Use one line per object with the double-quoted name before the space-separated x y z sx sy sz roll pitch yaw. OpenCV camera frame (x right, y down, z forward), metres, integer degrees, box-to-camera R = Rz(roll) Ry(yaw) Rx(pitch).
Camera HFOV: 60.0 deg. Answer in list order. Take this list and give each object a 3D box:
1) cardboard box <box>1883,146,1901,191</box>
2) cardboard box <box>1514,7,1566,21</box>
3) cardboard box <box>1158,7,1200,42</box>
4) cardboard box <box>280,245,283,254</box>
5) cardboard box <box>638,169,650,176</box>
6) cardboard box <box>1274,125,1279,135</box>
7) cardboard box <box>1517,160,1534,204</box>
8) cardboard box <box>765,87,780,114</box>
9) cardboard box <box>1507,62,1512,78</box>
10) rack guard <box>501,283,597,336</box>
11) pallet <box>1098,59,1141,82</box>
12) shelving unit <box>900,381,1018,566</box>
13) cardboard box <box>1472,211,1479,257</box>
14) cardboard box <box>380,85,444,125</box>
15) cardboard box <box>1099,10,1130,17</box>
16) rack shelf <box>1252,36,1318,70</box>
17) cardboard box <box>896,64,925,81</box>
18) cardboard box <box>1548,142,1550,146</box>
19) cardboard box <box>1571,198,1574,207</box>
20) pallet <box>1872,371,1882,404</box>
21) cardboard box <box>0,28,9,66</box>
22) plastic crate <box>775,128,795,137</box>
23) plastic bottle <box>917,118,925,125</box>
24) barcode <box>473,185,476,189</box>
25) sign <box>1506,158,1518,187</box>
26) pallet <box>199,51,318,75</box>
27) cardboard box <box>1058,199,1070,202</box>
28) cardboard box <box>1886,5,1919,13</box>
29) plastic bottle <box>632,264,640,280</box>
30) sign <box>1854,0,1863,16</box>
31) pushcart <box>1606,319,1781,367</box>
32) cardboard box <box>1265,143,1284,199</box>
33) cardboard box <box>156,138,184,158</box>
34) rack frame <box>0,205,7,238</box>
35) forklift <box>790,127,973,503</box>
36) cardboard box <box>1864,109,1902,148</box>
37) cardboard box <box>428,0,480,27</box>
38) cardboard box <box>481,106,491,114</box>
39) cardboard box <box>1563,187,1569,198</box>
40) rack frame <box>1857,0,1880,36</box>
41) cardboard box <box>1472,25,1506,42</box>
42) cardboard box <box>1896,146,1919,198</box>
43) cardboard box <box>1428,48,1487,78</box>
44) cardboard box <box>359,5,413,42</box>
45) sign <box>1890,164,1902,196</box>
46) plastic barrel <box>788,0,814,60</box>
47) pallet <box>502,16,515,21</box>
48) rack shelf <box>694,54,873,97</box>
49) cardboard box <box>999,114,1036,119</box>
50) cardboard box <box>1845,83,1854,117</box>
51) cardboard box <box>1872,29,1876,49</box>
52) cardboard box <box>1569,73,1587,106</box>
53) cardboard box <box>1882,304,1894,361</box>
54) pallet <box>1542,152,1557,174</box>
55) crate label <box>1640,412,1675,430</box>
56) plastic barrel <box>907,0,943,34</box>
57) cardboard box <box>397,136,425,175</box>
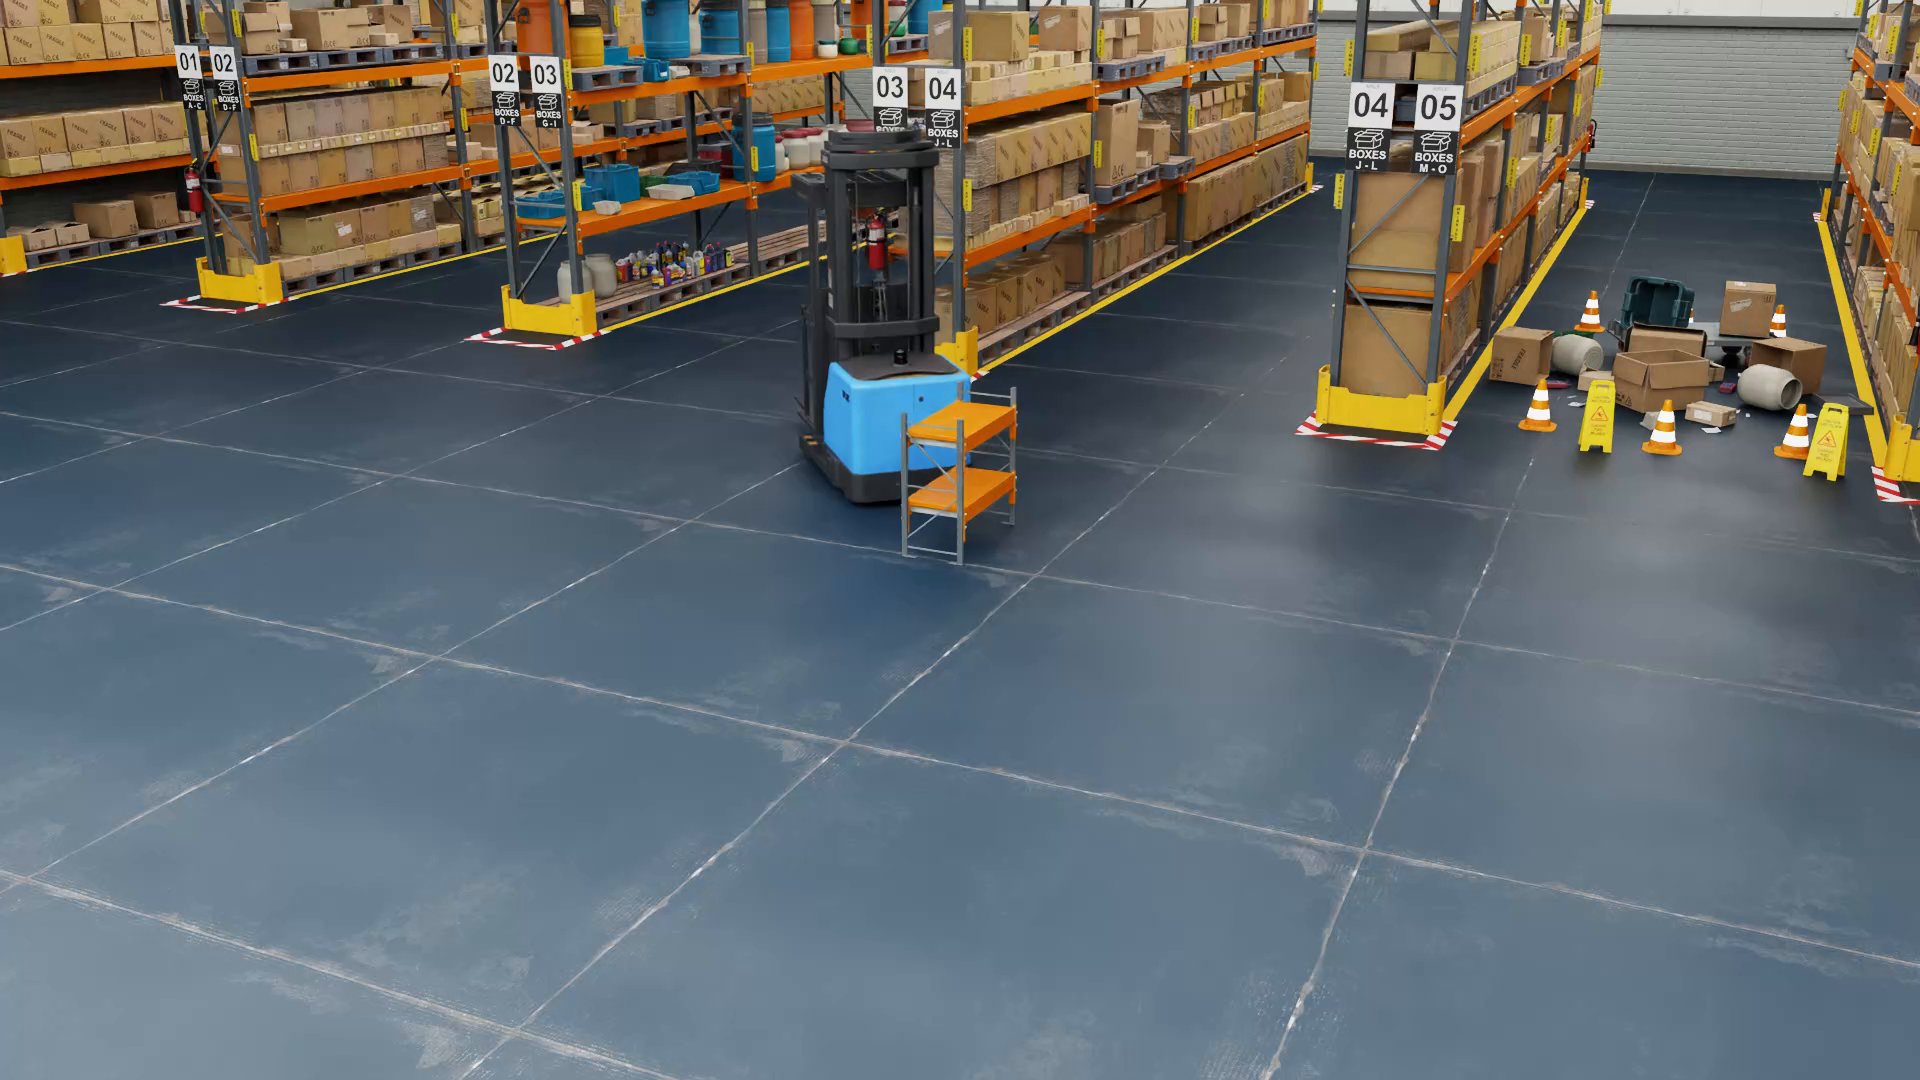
"cardboard box" 11.080 -4.293 19.344 0.500 0.500 0.500 9 21 24
"cardboard box" 8.719 -7.766 25.077 0.700 0.500 0.500 9 21 23
"cardboard box" 3.310 -7.828 25.250 0.500 0.500 0.500 10 22 26
"cardboard box" -9.315 -3.873 22.860 0.500 0.250 0.500 9 21 23
"cardboard box" -5.736 -6.187 28.963 0.500 0.500 0.500 10 22 25
"cardboard box" 5.341 -7.166 29.017 0.380 0.149 0.250 8 21 22
"cardboard box" 6.987 -4.553 21.146 0.500 0.500 0.500 8 21 22
"cardboard box" -3.881 -8.603 32.533 0.500 0.500 0.500 9 21 24
"cardboard box" 5.634 -4.991 17.649 0.380 0.149 0.250 9 21 24
"rack guard" -4.953 -2.783 20.048 1.175 0.500 0.348 9 21 23
"pallet" 1.565 -5.973 21.092 1.213 0.211 1.003 9 21 23
"shelving unit" 0.003 -0.532 12.786 0.538 1.125 1.048 9 21 23
"cardboard box" 4.900 -3.223 17.332 0.875 0.550 0.500 9 21 23
"cardboard box" -7.997 -6.357 24.281 0.700 0.500 0.500 9 21 23
"cardboard box" 2.015 -6.975 22.734 0.500 0.500 0.500 8 21 21
"rack shelf" 5.310 -8.606 29.287 1.077 0.370 4.000 9 21 23
"cardboard box" -0.594 -4.910 17.450 0.380 0.149 0.250 9 21 23
"cardboard box" 8.351 -5.802 24.112 0.380 0.149 0.250 9 22 25
"cardboard box" 10.251 -5.771 28.348 0.380 0.149 0.250 8 21 20
"pallet" 10.013 -1.591 17.126 1.003 0.211 1.213 9 21 23
"cardboard box" -13.615 -6.828 23.037 0.500 0.500 0.500 9 22 24
"plastic crate" -2.606 -5.955 25.141 0.402 0.464 0.583 9 21 23
"plastic bottle" -0.715 -7.340 29.316 0.152 0.276 0.135 9 21 23
"barcode" -7.337 -5.338 25.142 0.001 0.075 0.075 9 21 23
"sign" 6.206 -4.132 18.702 0.100 0.325 0.005 9 21 23
"pallet" -9.146 -6.196 21.570 1.003 0.211 1.213 9 21 23
"cardboard box" 1.127 -4.107 20.414 0.380 0.149 0.250 9 21 23
"cardboard box" 14.055 -7.684 24.691 0.797 0.503 0.637 10 22 27
"plastic bottle" -4.283 -3.546 21.982 0.097 0.201 0.097 0 20 0
"sign" 14.666 -8.723 27.122 0.100 0.325 0.005 9 21 23
"pushcart" 8.156 -2.177 18.526 1.648 0.377 0.936 1 20 4
"cardboard box" 5.203 -6.583 29.546 0.875 0.875 0.875 9 21 23
"cardboard box" -12.471 -6.115 25.879 0.500 0.250 0.500 9 21 23
"rack frame" -13.980 -5.291 23.369 1.000 3.000 0.127 9 21 23
"forklift" -0.833 -2.143 14.621 1.130 2.935 3.031 -6 20 -17
"cardboard box" 12.493 -5.512 22.350 0.500 0.500 0.500 8 21 22
"cardboard box" -7.532 -7.912 24.740 0.500 0.500 0.500 9 21 23
"cardboard box" -9.390 -8.400 32.457 0.380 0.149 0.250 9 21 23
"cardboard box" 9.795 -5.730 27.344 0.380 0.149 0.250 9 21 24
"rack frame" 15.170 -9.609 26.560 1.000 3.000 0.127 9 21 23
"cardboard box" 5.322 -5.137 16.870 0.380 0.149 0.250 8 21 22
"cardboard box" 9.878 -3.668 16.721 0.700 0.500 0.500 8 21 22
"cardboard box" 4.699 -4.536 15.773 0.500 0.250 0.500 8 21 22
"cardboard box" -8.268 -7.441 23.954 0.500 0.500 0.500 10 22 27
"sign" 9.748 -3.735 17.267 0.100 0.325 0.005 9 21 23
"plastic barrel" -2.468 -7.571 24.664 0.600 0.830 0.708 9 21 23
"pallet" -8.721 -10.579 33.895 1.003 0.211 1.213 9 21 23
"rack shelf" -2.485 -6.840 24.322 1.077 0.370 4.000 9 21 23
"cardboard box" 0.596 -4.877 20.120 0.500 0.500 0.500 9 21 23
"cardboard box" 14.508 -7.035 26.631 0.500 0.500 0.500 8 21 21
"cardboard box" 13.008 -7.003 23.281 0.396 0.266 0.258 8 21 22
"cardboard box" 9.815 -7.282 26.882 0.500 0.500 0.500 9 21 24
"cardboard box" 9.560 -2.062 16.647 0.500 0.500 0.500 9 22 25
"pallet" 8.110 -5.506 24.261 1.003 0.211 1.213 9 21 23
"crate label" 6.731 -1.149 15.994 0.250 0.136 0.298 -2 20 -5
"plastic barrel" -0.587 -8.904 27.678 0.600 0.901 0.708 9 21 23
"cardboard box" -8.207 -5.583 24.042 0.700 0.500 0.500 8 21 22
